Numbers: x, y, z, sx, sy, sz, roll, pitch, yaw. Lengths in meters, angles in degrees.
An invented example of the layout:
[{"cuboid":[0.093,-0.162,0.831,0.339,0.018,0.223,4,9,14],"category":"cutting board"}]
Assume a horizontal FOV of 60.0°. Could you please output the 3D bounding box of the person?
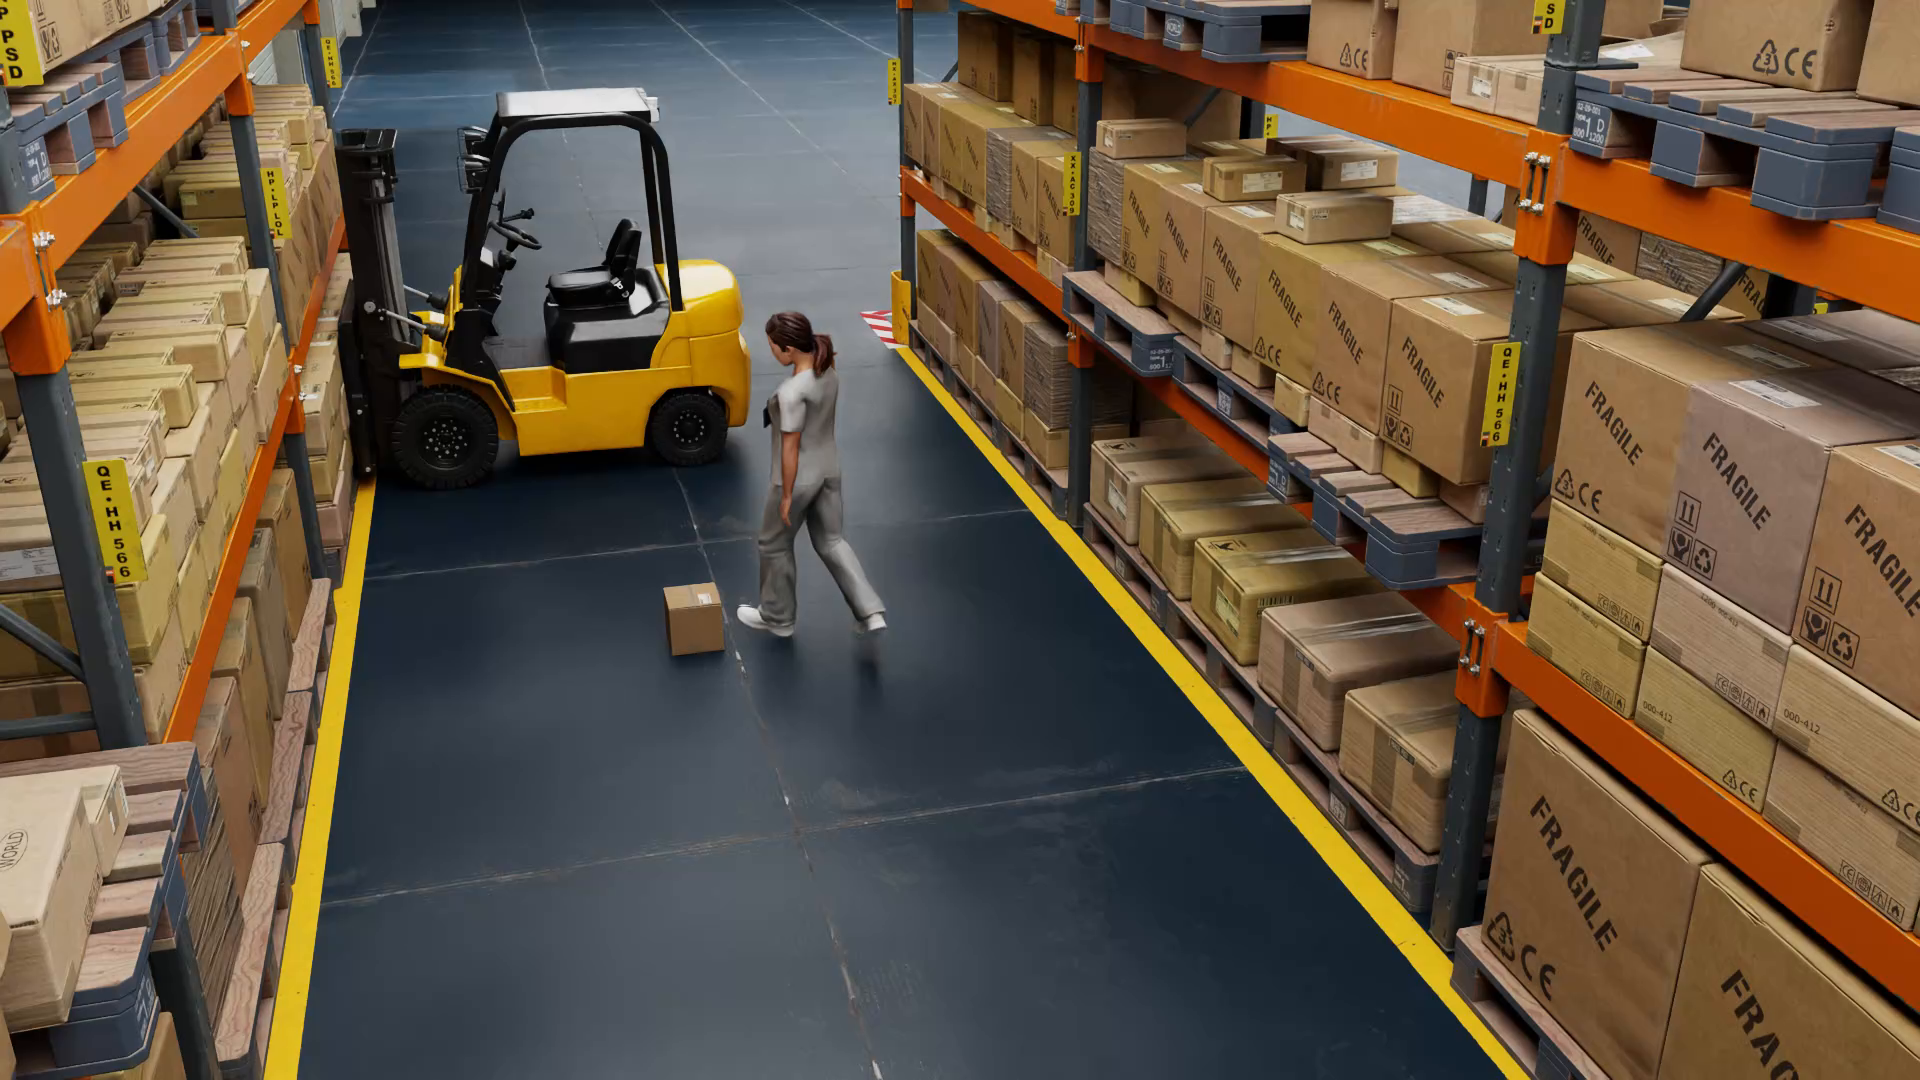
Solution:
[{"cuboid":[-0.698,-0.281,7.751,0.830,1.652,0.483,15,27,31],"category":"person"}]
